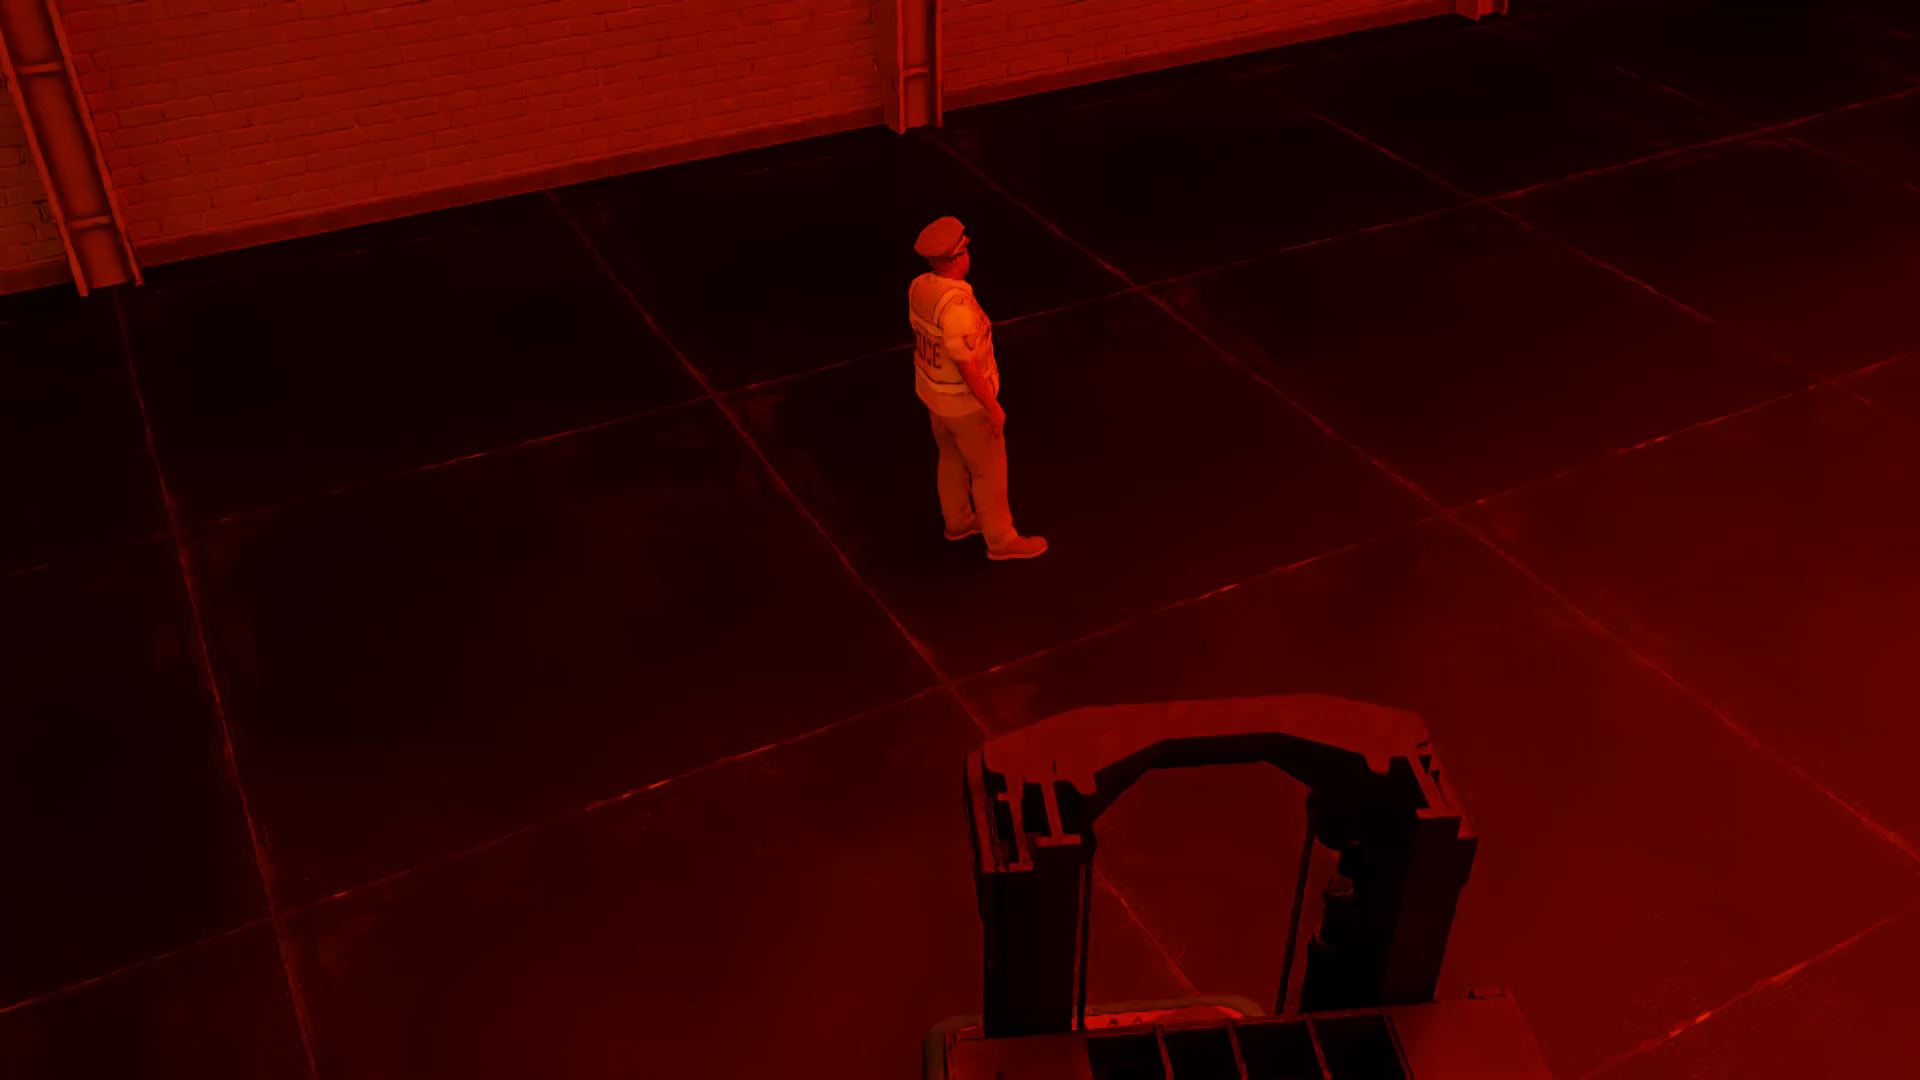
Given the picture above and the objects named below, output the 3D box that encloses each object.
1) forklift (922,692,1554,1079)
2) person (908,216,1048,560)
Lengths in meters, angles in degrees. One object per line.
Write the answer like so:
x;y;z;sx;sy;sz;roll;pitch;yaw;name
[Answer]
0.538;1.889;3.451;1.130;2.935;3.031;-3;35;-5;forklift
0.074;-0.749;8.165;0.574;1.781;0.640;-17;39;-23;person
